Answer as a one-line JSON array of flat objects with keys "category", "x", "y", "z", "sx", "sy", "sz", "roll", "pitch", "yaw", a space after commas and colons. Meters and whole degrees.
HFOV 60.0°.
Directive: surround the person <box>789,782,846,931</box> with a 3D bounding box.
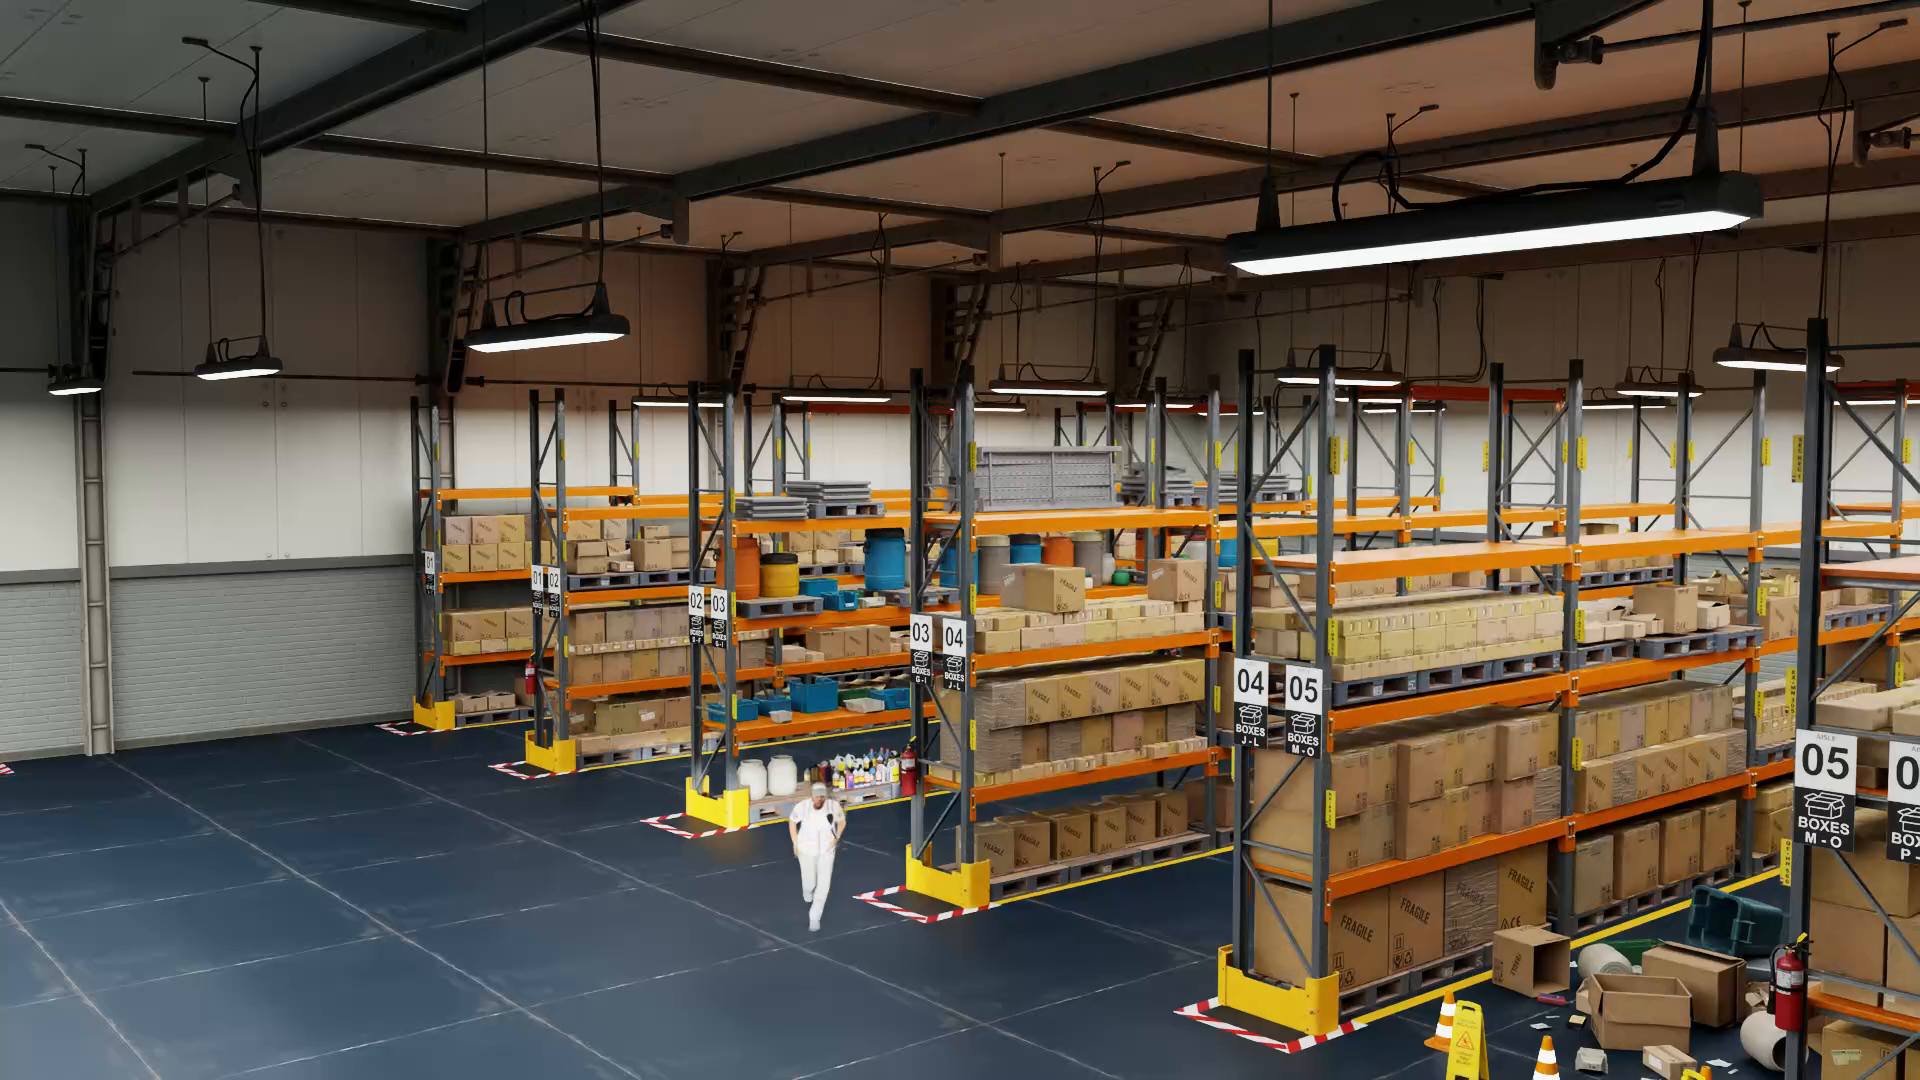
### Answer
[{"category": "person", "x": -1.529, "y": 3.344, "z": 17.818, "sx": 0.604, "sy": 1.613, "sz": 0.856, "roll": -1, "pitch": 3, "yaw": -14}]
